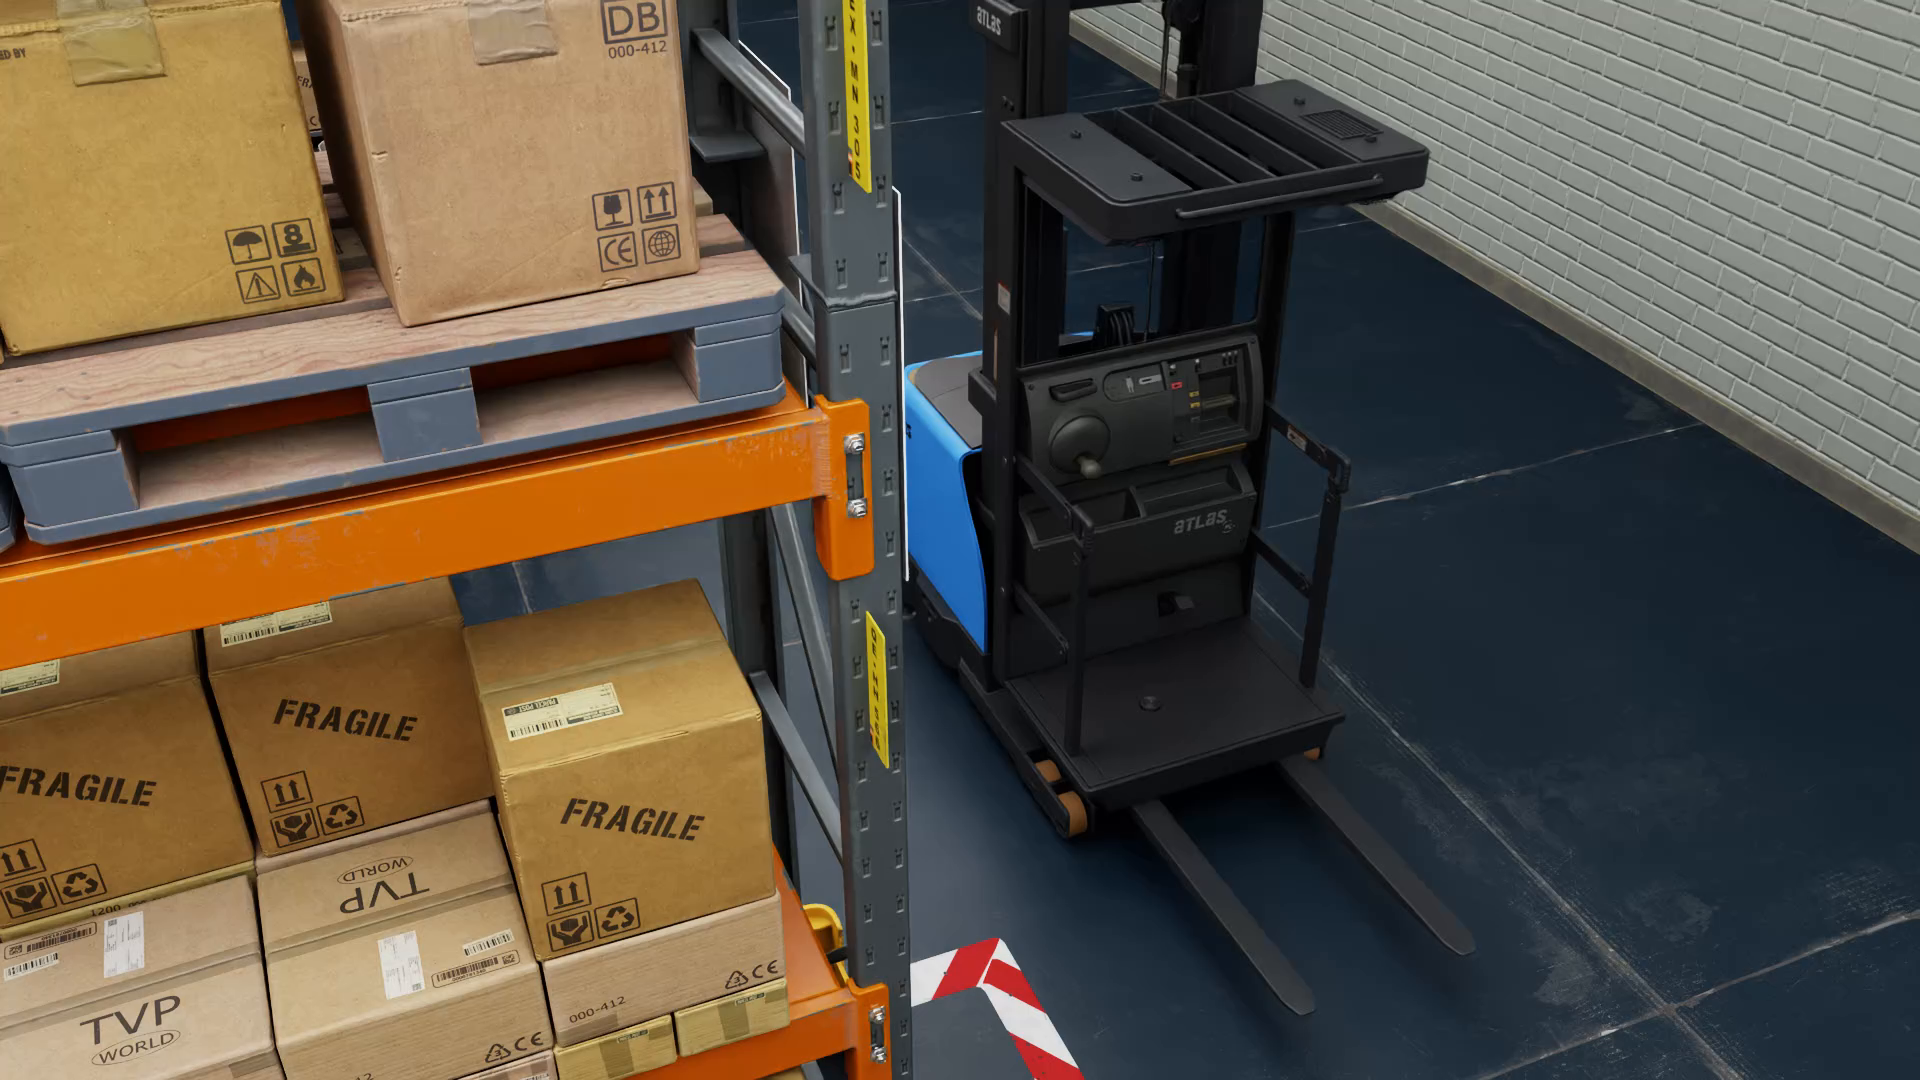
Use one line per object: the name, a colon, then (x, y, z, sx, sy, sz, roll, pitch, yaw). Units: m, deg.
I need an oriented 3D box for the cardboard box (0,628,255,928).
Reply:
cardboard box: (-1.844, 0.412, 3.544, 0.500, 0.500, 0.500, -14, 36, -20)

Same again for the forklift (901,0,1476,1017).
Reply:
forklift: (0.743, -0.411, 5.694, 1.130, 2.935, 3.031, -13, 35, -20)

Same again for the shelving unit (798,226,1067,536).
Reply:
shelving unit: (-0.126, -0.677, 7.416, 1.048, 1.500, 0.538, -15, 36, -21)

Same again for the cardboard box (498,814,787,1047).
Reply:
cardboard box: (-0.704, 0.778, 3.668, 0.500, 0.250, 0.500, -13, 35, -20)

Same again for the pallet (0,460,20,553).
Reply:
pallet: (-2.167, -0.194, 2.629, 1.213, 0.211, 1.003, -13, 35, -19)

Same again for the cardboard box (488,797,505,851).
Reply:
cardboard box: (-1.051, 0.674, 4.194, 0.250, 0.149, 0.380, -13, 35, -20)

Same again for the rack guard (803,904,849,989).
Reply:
rack guard: (-0.338, 1.647, 4.760, 0.348, 0.500, 1.175, -13, 35, -19)

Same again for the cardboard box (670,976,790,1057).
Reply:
cardboard box: (-0.561, 0.951, 3.769, 0.250, 0.149, 0.380, -12, 35, -18)

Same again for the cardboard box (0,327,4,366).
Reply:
cardboard box: (-1.843, -0.584, 2.579, 0.500, 0.500, 0.700, -15, 36, -22)

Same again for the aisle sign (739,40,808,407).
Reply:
aisle sign: (-0.410, -0.651, 3.617, 0.004, 0.787, 0.394, -13, 35, -19)

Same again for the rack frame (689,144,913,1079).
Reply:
rack frame: (-0.360, 0.605, 4.070, 0.127, 3.000, 1.000, -13, 35, -19)

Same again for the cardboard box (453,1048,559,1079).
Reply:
cardboard box: (-1.033, 1.059, 3.602, 0.250, 0.149, 0.380, -13, 35, -19)

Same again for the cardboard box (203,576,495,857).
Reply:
cardboard box: (-1.368, 0.300, 3.716, 0.500, 0.500, 0.500, -14, 35, -20)

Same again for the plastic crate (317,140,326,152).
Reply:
plastic crate: (-2.961, -1.888, 8.088, 0.298, 0.136, 0.250, -13, 35, -19)

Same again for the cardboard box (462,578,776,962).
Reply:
cardboard box: (-0.708, 0.463, 3.465, 0.500, 0.500, 0.500, -12, 35, -18)

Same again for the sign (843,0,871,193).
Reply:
sign: (-0.163, -0.715, 2.609, 0.005, 0.325, 0.100, -13, 35, -19)

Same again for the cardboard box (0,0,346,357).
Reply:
cardboard box: (-1.385, -0.718, 2.784, 0.500, 0.500, 0.700, -14, 36, -21)

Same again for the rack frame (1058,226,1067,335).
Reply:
rack frame: (0.331, -0.799, 7.602, 0.032, 1.500, 0.500, -15, 36, -21)

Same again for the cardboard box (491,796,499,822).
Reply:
cardboard box: (-0.907, 0.508, 4.083, 0.500, 0.250, 0.500, -14, 36, -20)

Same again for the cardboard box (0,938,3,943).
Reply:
cardboard box: (-2.328, 0.838, 3.576, 0.500, 0.250, 0.500, -14, 35, -20)

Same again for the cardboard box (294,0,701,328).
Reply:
cardboard box: (-0.819, -0.776, 2.873, 0.500, 0.500, 0.700, -15, 36, -22)

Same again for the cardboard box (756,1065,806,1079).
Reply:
cardboard box: (-0.919, 1.494, 4.266, 0.875, 0.875, 0.875, -13, 35, -19)

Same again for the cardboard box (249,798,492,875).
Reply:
cardboard box: (-1.384, 0.621, 3.909, 0.500, 0.250, 0.500, -13, 35, -20)

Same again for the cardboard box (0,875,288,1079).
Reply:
cardboard box: (-1.641, 0.993, 3.338, 0.500, 0.250, 0.500, -14, 36, -21)

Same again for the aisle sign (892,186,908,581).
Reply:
aisle sign: (-0.178, -0.349, 3.153, 0.004, 0.787, 0.394, -13, 35, -19)

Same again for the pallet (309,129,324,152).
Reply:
pallet: (-4.997, -3.024, 12.204, 1.213, 0.211, 1.003, -13, 35, -19)

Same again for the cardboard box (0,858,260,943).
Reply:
cardboard box: (-1.849, 0.726, 3.749, 0.500, 0.250, 0.500, -14, 36, -21)

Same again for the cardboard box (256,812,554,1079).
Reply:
cardboard box: (-1.172, 0.885, 3.504, 0.500, 0.250, 0.500, -14, 35, -20)

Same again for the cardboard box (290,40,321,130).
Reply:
cardboard box: (-4.598, -3.276, 11.923, 0.500, 0.500, 0.500, -13, 35, -19)

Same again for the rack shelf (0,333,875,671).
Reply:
rack shelf: (-2.204, 0.071, 2.800, 4.000, 0.370, 1.077, -13, 35, -19)

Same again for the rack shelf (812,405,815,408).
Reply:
rack shelf: (-0.126, -0.526, 7.514, 1.000, 0.185, 0.538, -15, 36, -21)

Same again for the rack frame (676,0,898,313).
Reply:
rack frame: (-0.360, -1.910, 2.434, 0.127, 3.000, 1.000, -13, 35, -19)

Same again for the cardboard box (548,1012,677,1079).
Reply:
cardboard box: (-0.800, 1.006, 3.683, 0.250, 0.149, 0.380, -13, 35, -18)

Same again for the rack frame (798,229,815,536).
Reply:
rack frame: (-0.583, -0.556, 7.229, 0.032, 1.500, 0.500, -15, 36, -21)

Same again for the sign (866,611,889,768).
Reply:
sign: (-0.163, 0.296, 3.266, 0.005, 0.325, 0.100, -13, 35, -19)

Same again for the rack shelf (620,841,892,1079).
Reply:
rack shelf: (-2.204, 1.328, 3.618, 4.000, 0.370, 1.077, -13, 35, -19)

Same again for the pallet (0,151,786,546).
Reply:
pallet: (-1.040, -0.454, 3.028, 1.213, 0.211, 1.003, -13, 35, -19)
